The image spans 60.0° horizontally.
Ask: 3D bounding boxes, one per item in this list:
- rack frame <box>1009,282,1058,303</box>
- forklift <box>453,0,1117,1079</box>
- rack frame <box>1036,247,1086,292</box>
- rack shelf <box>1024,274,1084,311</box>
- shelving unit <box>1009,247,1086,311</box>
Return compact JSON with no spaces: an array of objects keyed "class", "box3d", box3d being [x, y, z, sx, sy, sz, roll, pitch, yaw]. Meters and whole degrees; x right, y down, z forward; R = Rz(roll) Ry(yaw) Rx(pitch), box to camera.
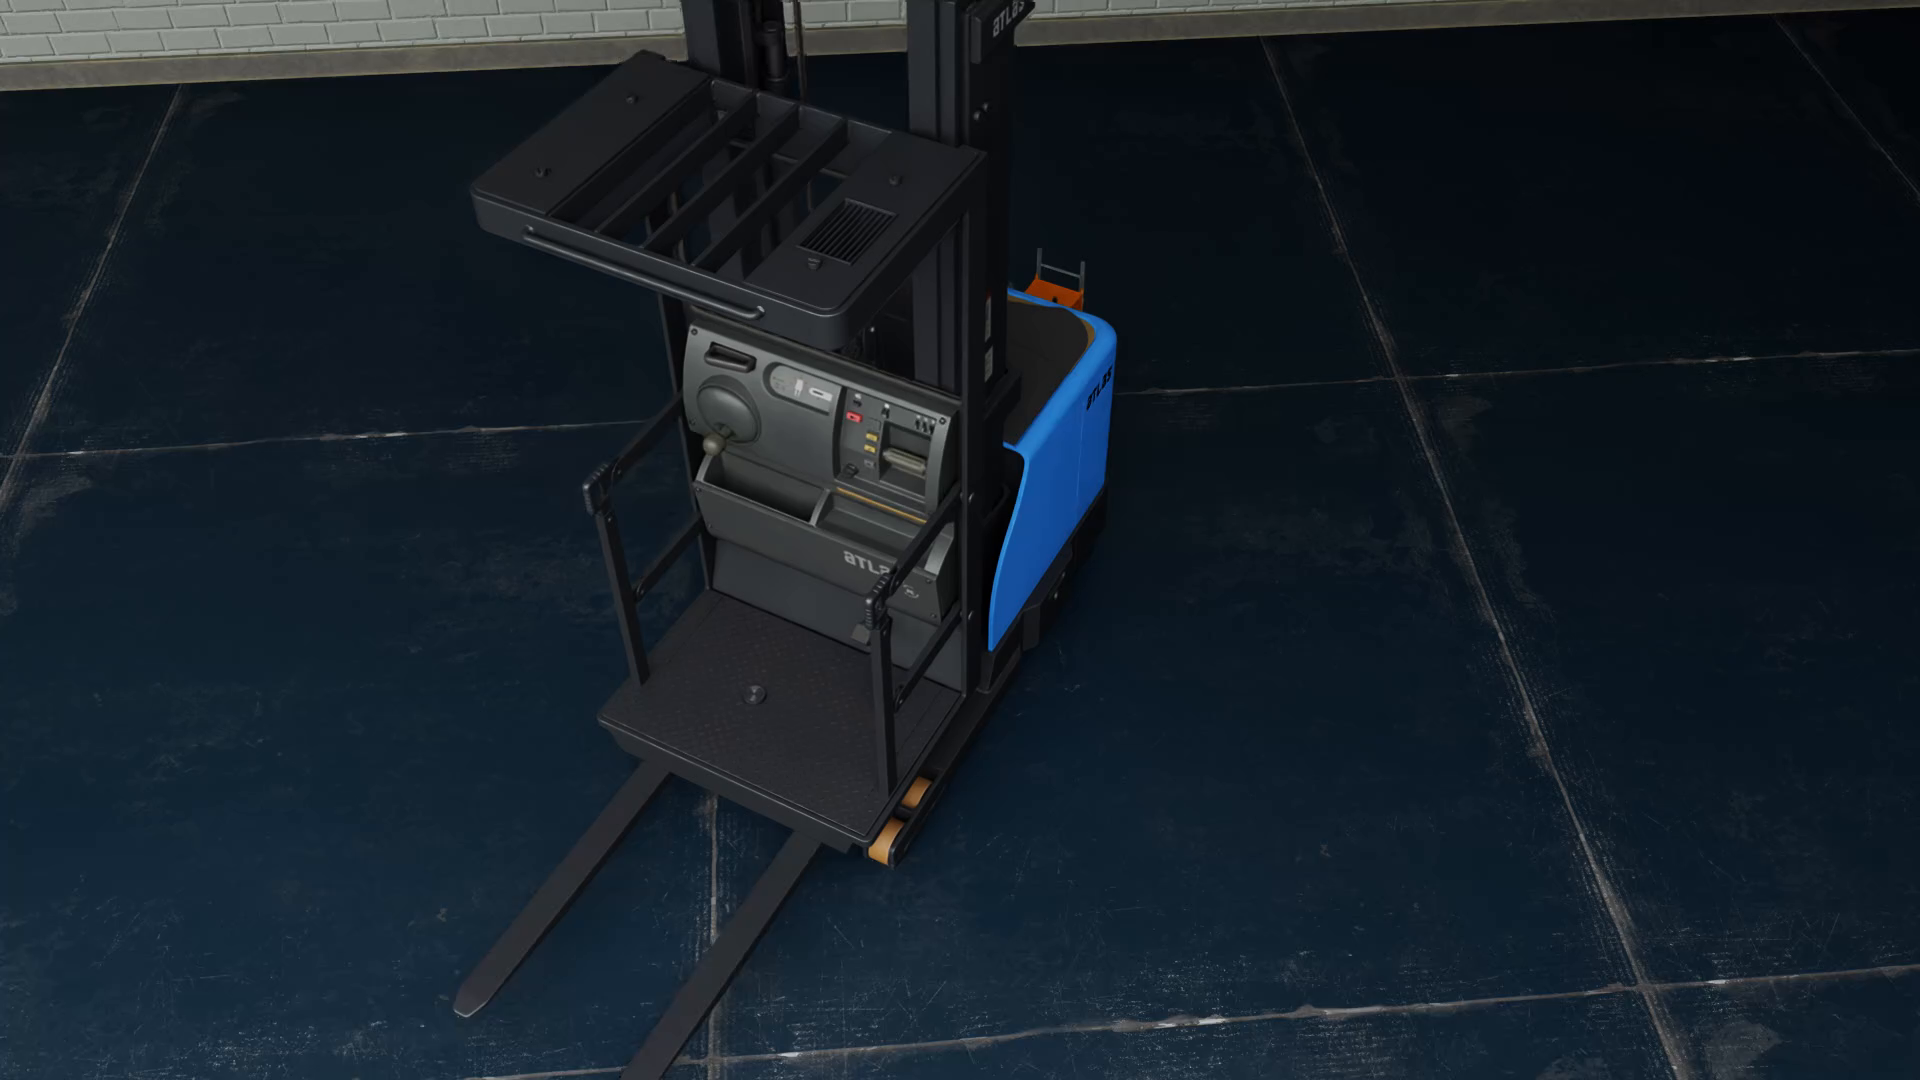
[{"class":"rack frame","box3d":[0.272,-0.568,6.564,0.200,1.050,0.008,21,50,19]},{"class":"forklift","box3d":[-0.549,-0.277,4.993,1.130,2.935,3.031,21,50,19]},{"class":"rack frame","box3d":[0.386,-0.724,6.713,0.200,1.050,0.008,21,50,19]},{"class":"rack shelf","box3d":[0.329,-0.834,6.440,0.215,0.259,0.240,21,50,19]},{"class":"shelving unit","box3d":[0.329,-0.646,6.639,0.215,1.050,0.252,21,50,19]}]
